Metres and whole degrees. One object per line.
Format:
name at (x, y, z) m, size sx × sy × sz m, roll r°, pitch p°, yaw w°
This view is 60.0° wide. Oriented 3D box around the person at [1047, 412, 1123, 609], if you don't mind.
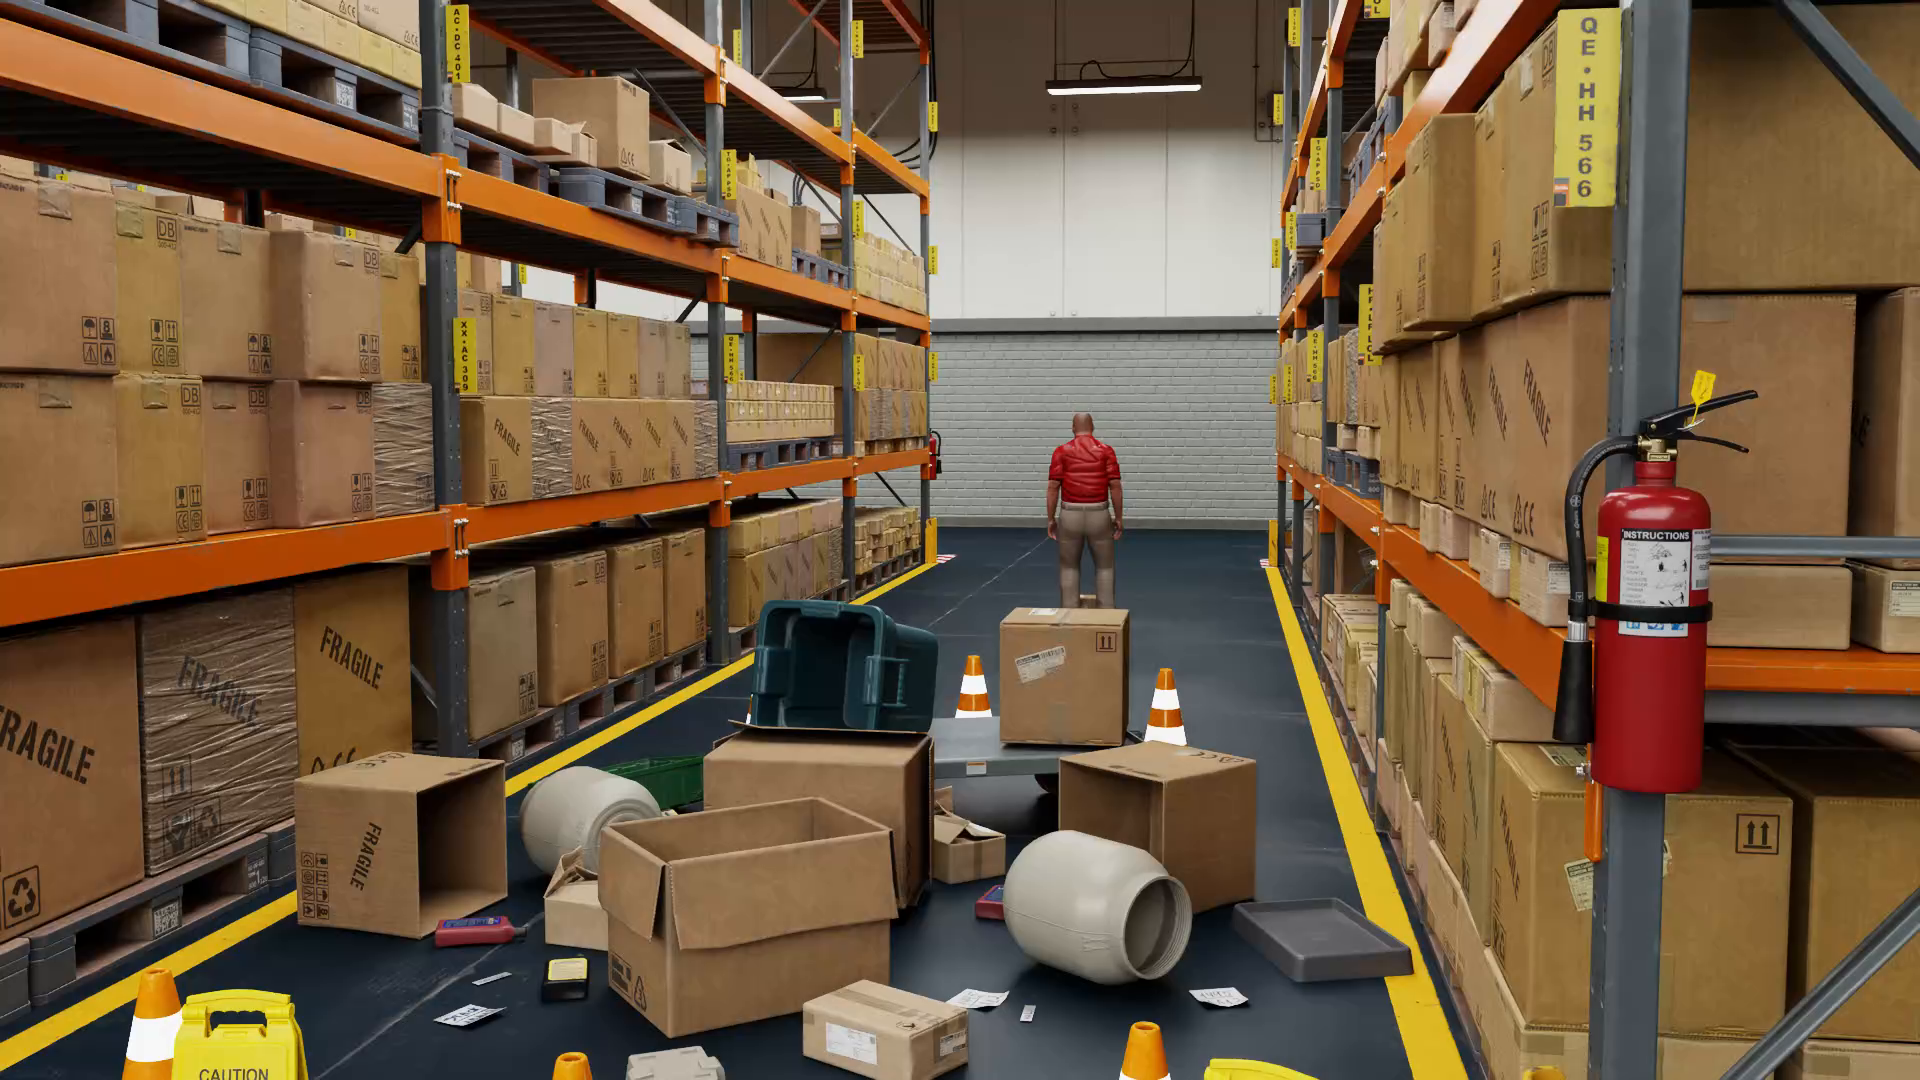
person at (0.982, -0.140, 13.019) m, size 0.603 × 1.728 × 0.380 m, roll 0°, pitch 4°, yaw 6°
